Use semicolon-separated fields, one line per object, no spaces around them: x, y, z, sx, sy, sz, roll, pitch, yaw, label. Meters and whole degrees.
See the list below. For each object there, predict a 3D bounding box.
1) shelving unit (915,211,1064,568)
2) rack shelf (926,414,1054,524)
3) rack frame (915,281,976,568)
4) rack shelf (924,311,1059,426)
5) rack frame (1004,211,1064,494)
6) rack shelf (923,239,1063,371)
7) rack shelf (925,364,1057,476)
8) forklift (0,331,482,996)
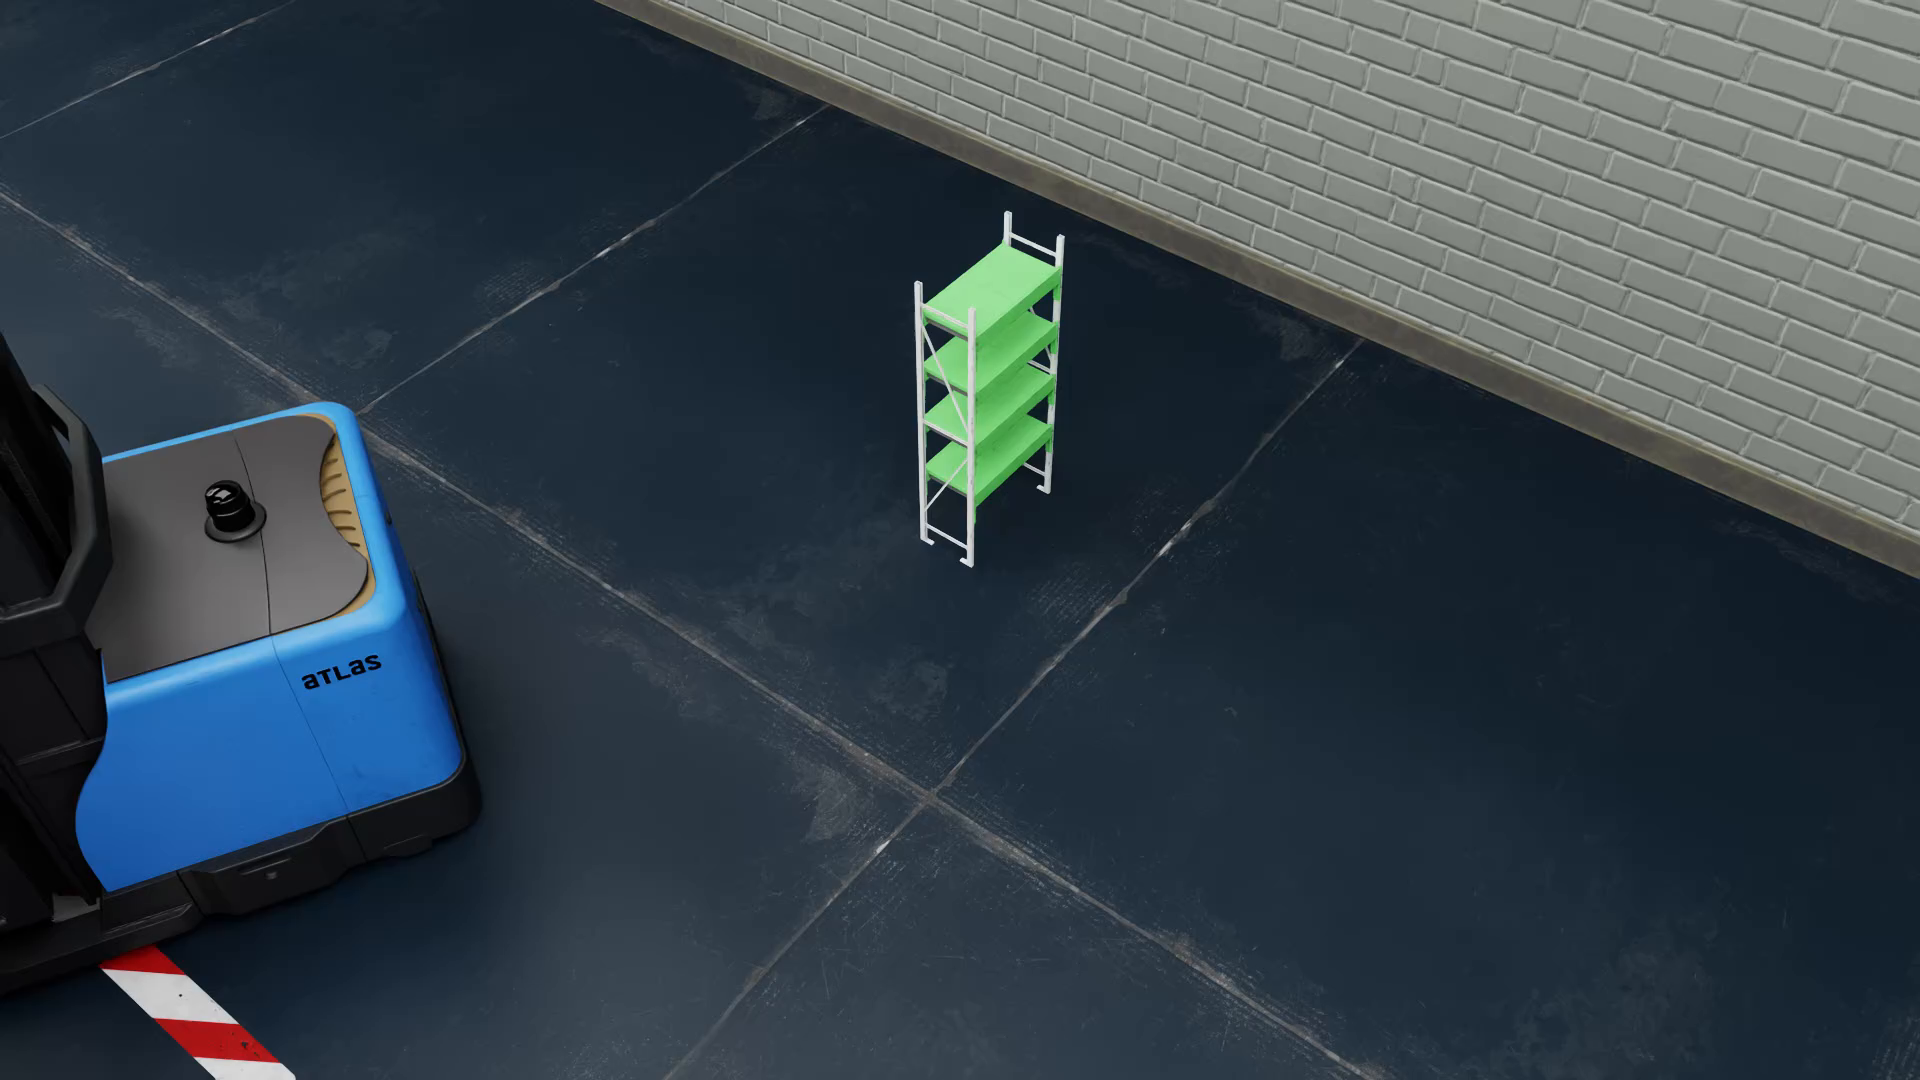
0.101;-0.509;5.907;0.258;1.200;0.503;29;53;25;shelving unit
0.101;-0.299;6.126;0.258;0.148;0.480;29;53;25;rack shelf
-0.048;-0.370;5.773;0.240;1.200;0.015;29;53;25;rack frame
0.101;-0.631;5.779;0.258;0.148;0.480;29;53;25;rack shelf
0.250;-0.649;6.040;0.240;1.200;0.015;29;53;25;rack frame
0.101;-0.797;5.606;0.258;0.148;0.480;29;53;25;rack shelf
0.101;-0.465;5.953;0.258;0.148;0.480;29;53;25;rack shelf
-3.100;0.021;4.203;3.031;2.935;1.130;-17;49;-16;forklift
